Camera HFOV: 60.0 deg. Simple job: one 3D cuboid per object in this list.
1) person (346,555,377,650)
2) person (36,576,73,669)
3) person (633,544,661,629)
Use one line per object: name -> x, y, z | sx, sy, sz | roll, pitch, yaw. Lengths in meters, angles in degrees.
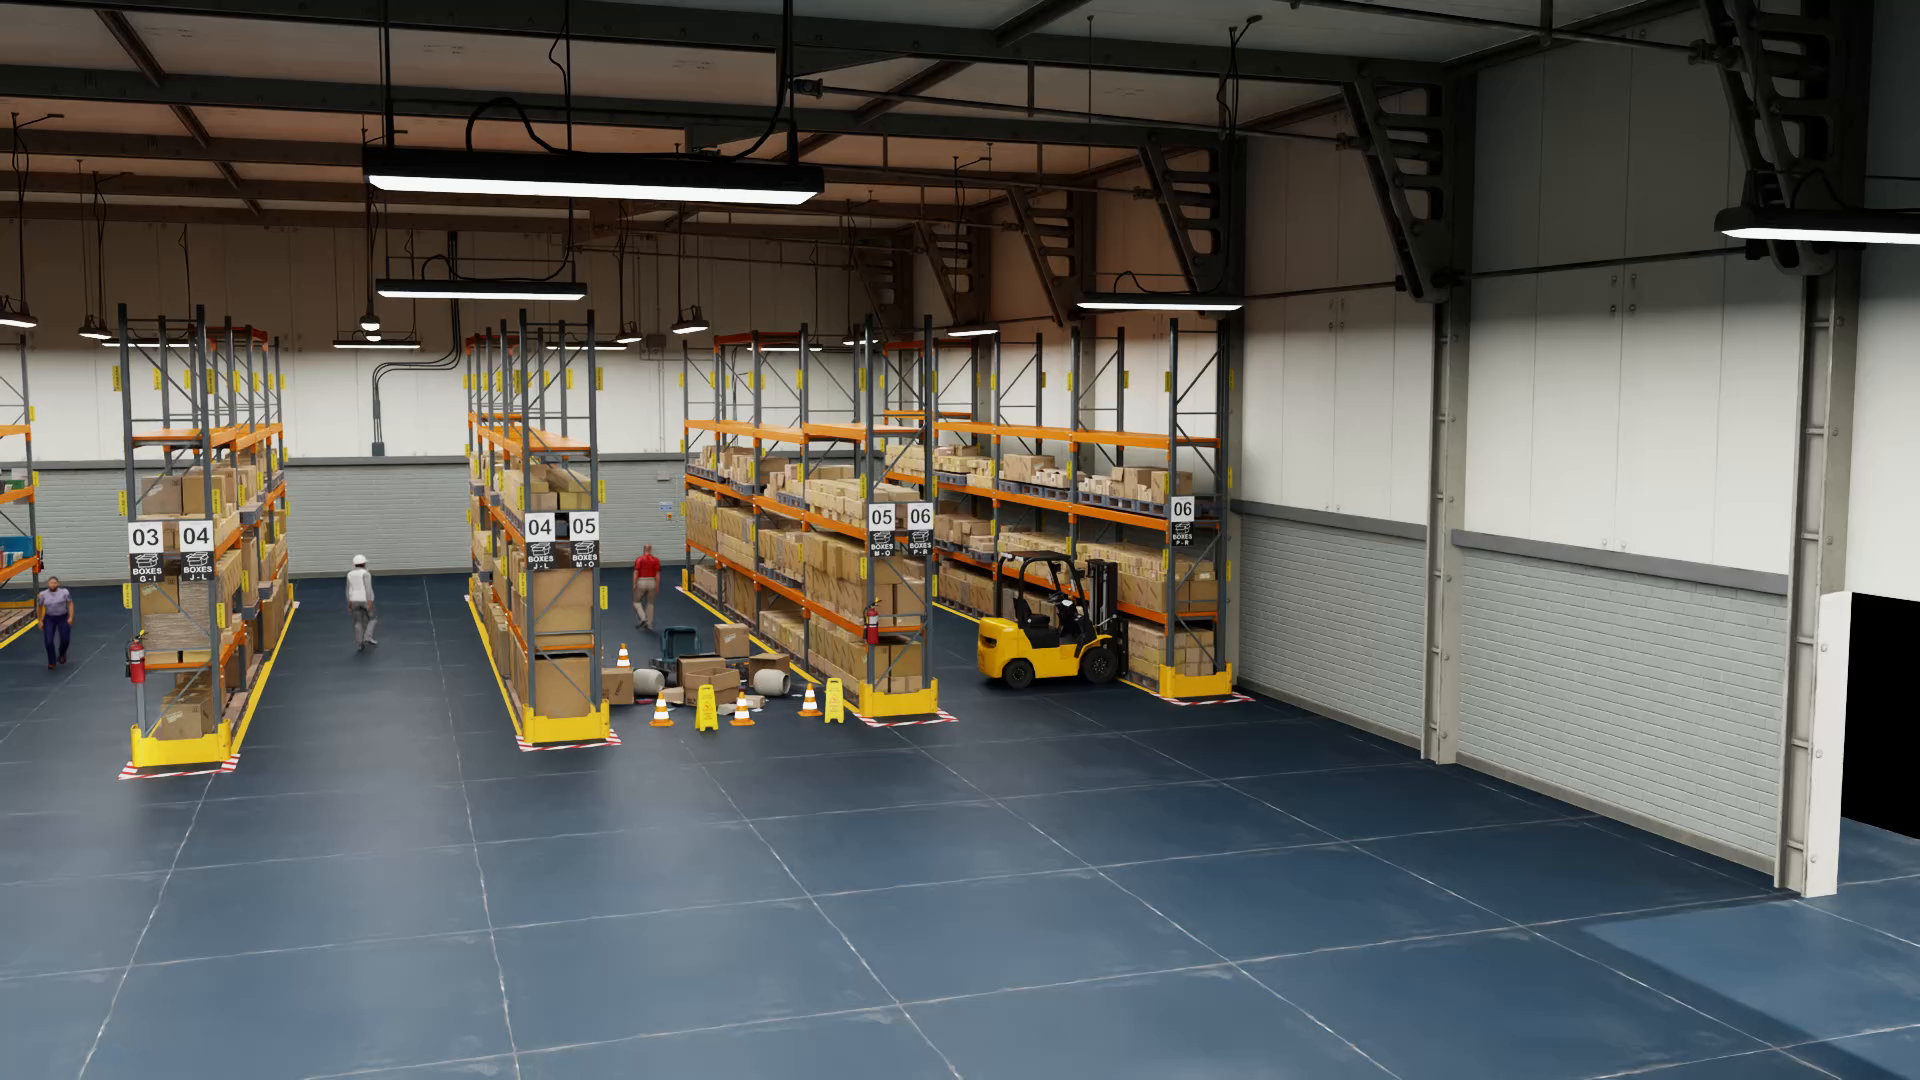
person -> -11.225, 1.159, 31.170 | 0.568, 1.761, 0.485 | 0, 5, -4
person -> -15.924, 1.430, 29.279 | 0.571, 1.631, 0.538 | -3, 6, -25
person -> -6.334, 0.946, 33.636 | 0.579, 1.724, 0.484 | -2, 6, -23
